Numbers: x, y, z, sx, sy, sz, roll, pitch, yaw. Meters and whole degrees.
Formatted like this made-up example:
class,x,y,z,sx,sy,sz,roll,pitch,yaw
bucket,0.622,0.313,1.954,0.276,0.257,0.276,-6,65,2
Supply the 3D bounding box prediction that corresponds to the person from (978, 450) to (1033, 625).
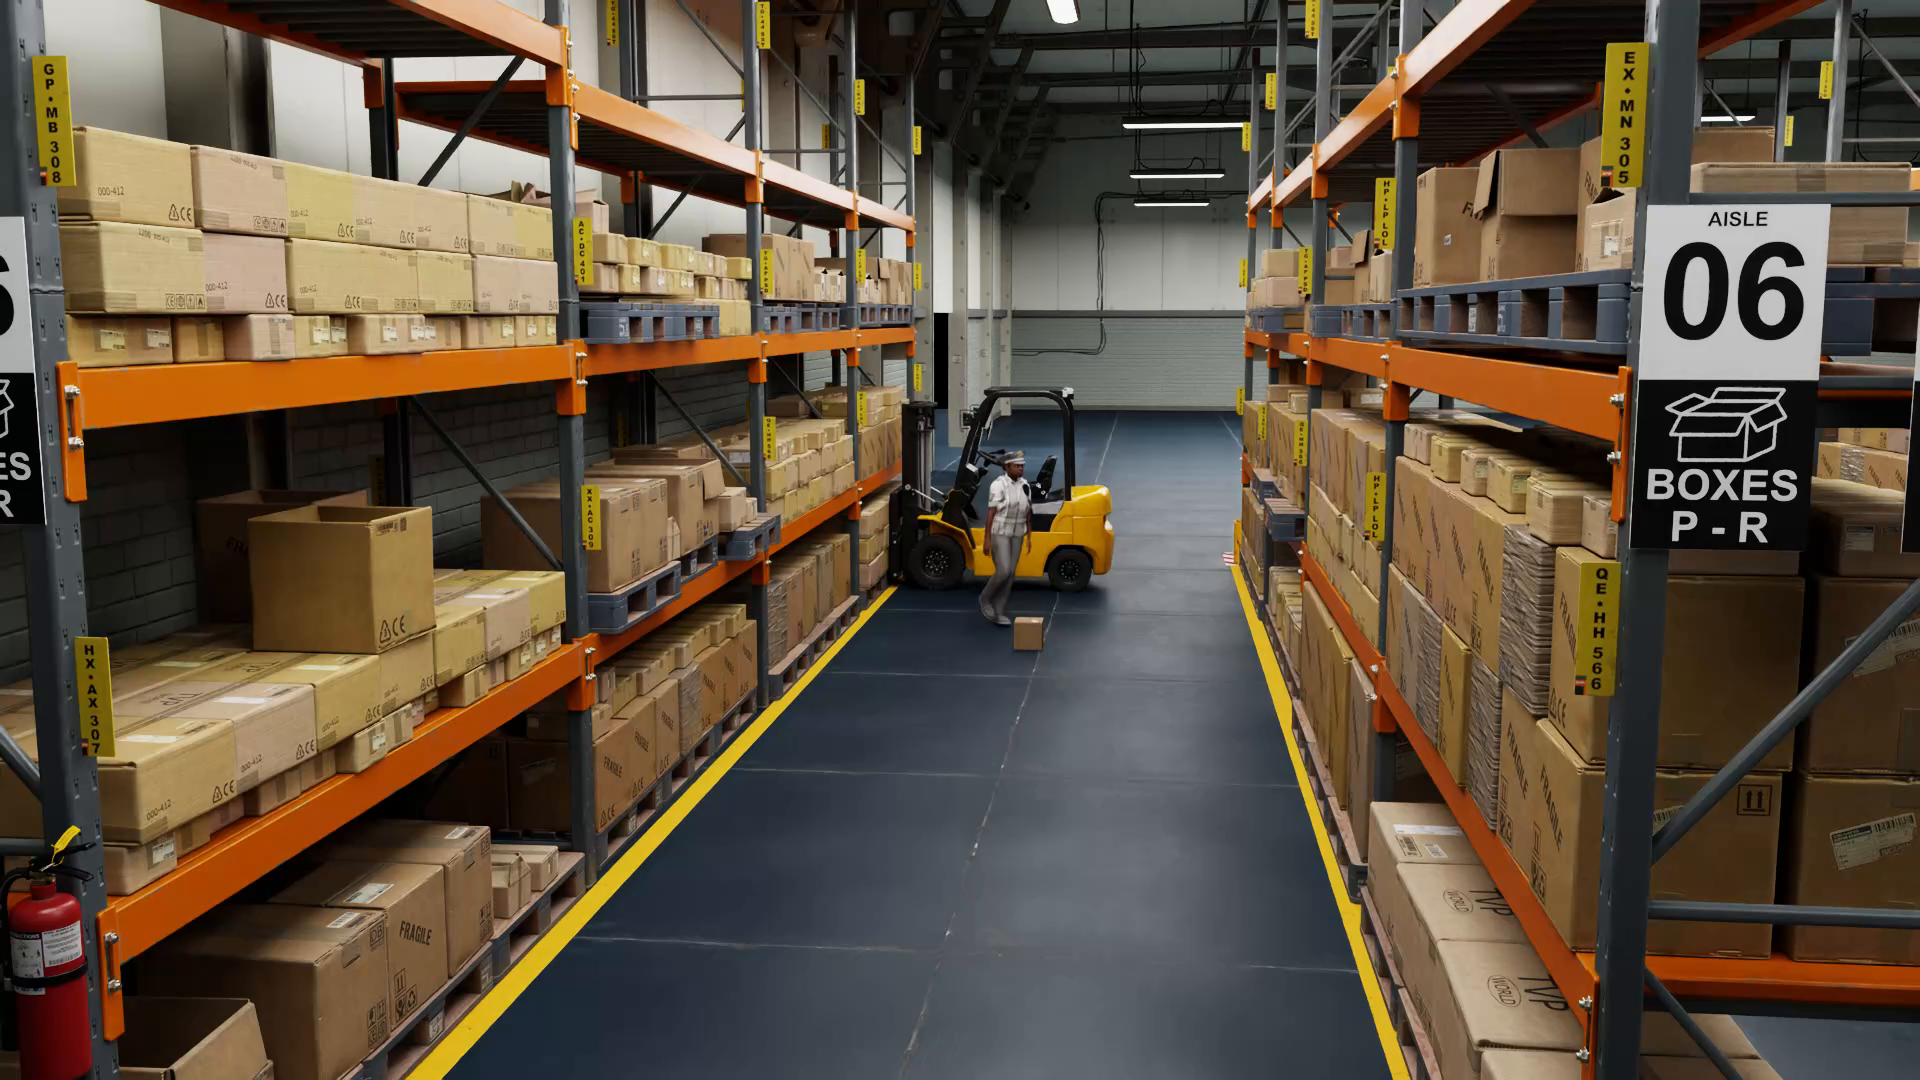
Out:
class,x,y,z,sx,sy,sz,roll,pitch,yaw
person,0.420,-0.029,15.825,0.554,1.671,0.465,-5,9,-33
